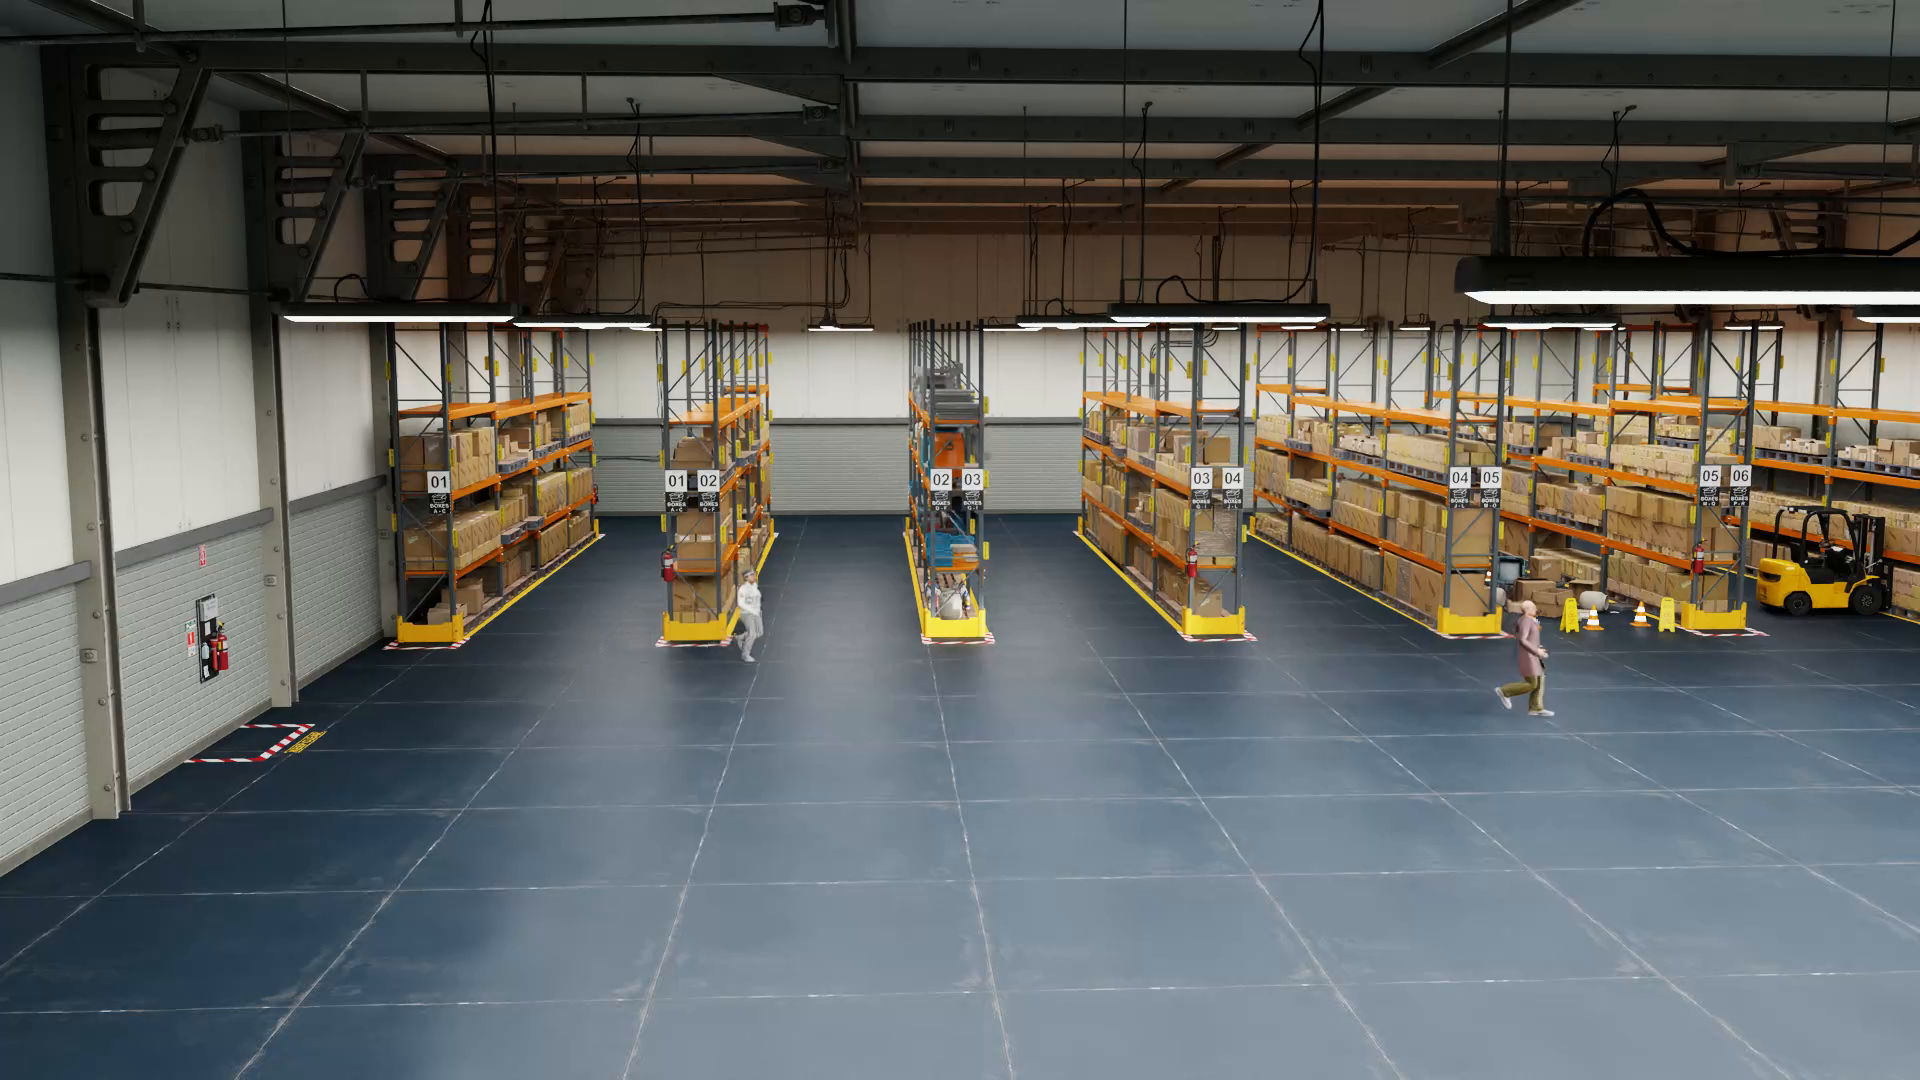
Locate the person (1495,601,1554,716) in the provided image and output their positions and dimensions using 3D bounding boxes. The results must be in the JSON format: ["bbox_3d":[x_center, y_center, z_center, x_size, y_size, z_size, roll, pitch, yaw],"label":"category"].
[{"bbox_3d":[8.498,1.775,24.962,0.865,1.745,0.726,2,7,18],"label":"person"}]

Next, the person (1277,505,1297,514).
[{"bbox_3d":[9.620,-1.235,49.255,0.712,1.784,0.861,-7,10,-43],"label":"person"}]

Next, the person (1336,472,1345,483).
[{"bbox_3d":[11.283,-1.167,49.335,0.706,1.702,0.546,0,7,0],"label":"person"}]

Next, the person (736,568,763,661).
[{"bbox_3d":[-3.698,1.300,29.295,0.628,1.665,0.643,4,8,32],"label":"person"}]
